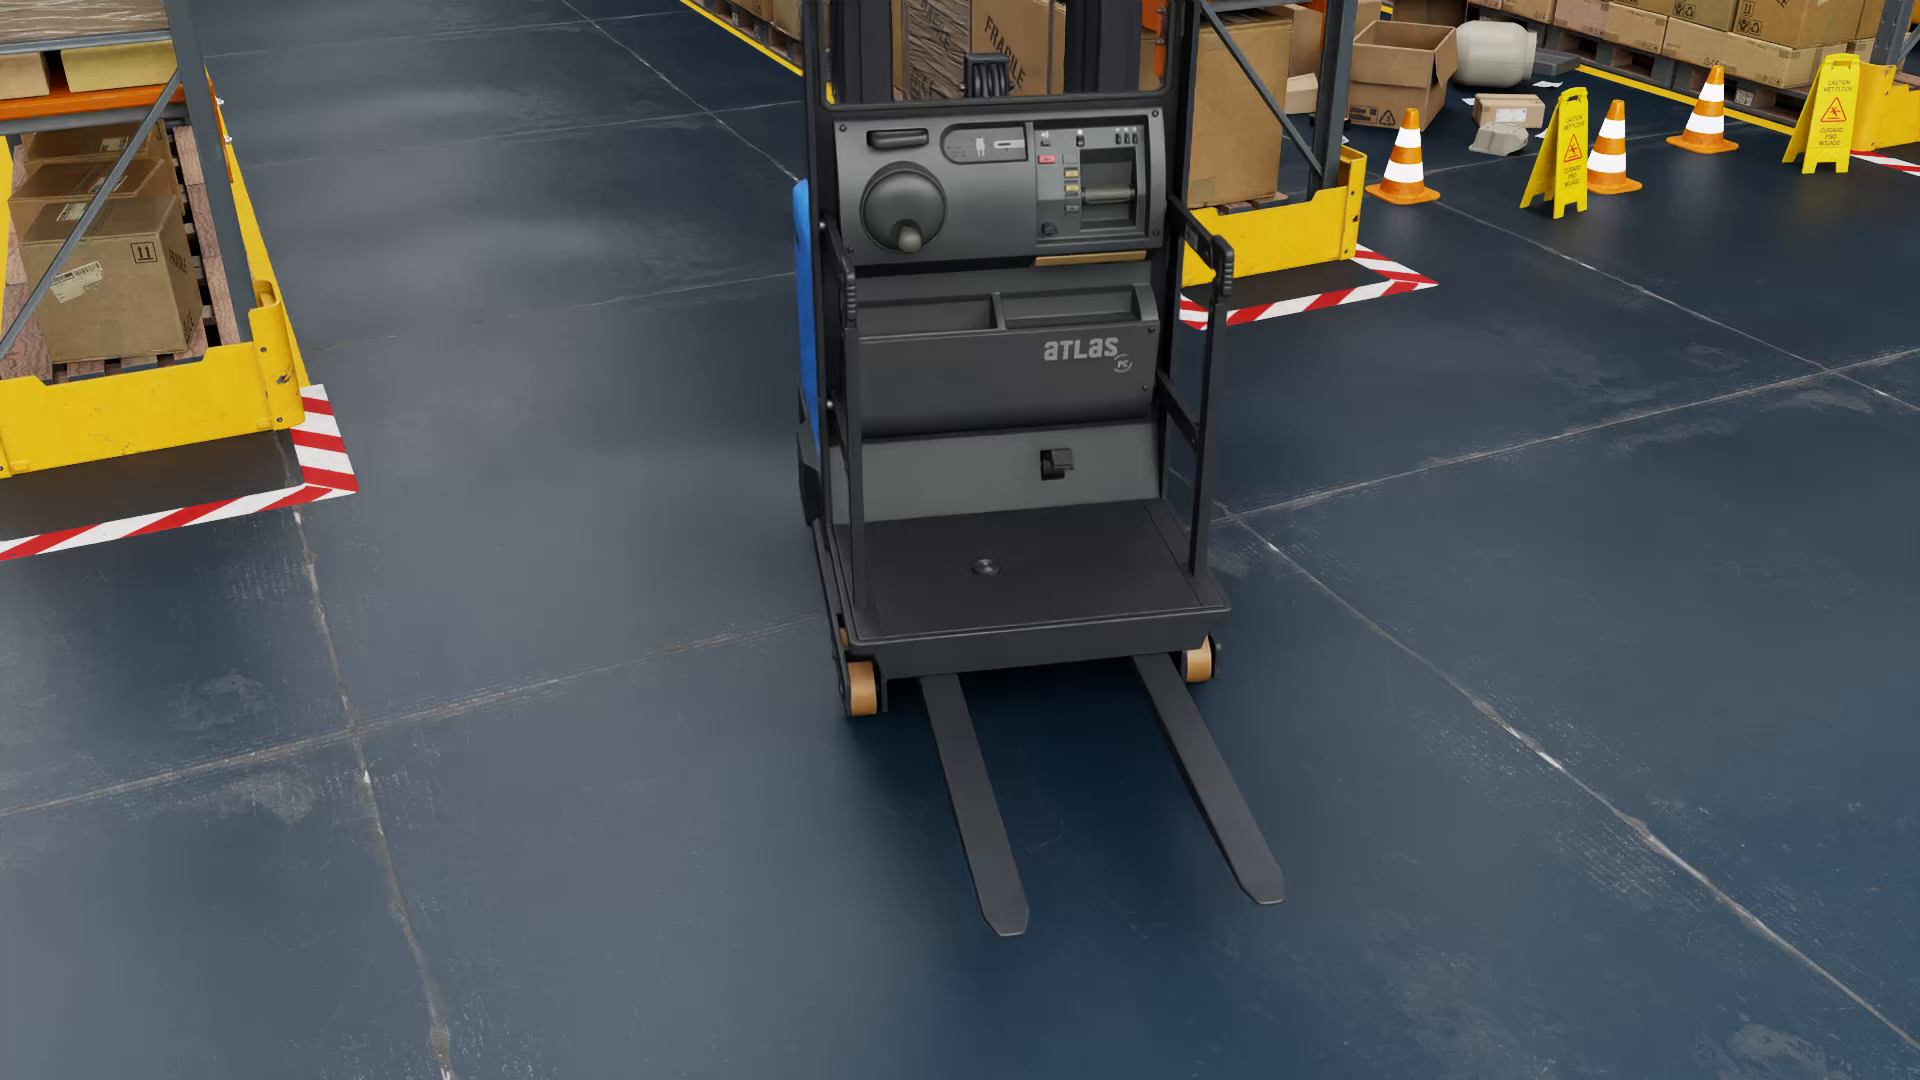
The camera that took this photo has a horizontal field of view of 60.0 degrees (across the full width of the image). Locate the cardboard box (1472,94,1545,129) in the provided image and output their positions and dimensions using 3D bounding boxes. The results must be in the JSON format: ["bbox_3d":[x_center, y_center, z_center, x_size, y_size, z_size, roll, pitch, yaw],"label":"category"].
[{"bbox_3d":[3.418,-2.675,10.369,0.380,0.149,0.250,2,29,4],"label":"cardboard box"}]

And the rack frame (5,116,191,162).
[{"bbox_3d":[-4.863,-3.450,8.836,1.000,3.000,0.127,-13,32,-22],"label":"rack frame"}]

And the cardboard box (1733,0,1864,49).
[{"bbox_3d":[5.225,-3.374,10.316,0.500,0.500,0.500,-13,32,-22],"label":"cardboard box"}]

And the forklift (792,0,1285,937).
[{"bbox_3d":[0.157,-0.956,4.459,1.130,2.935,3.031,-5,30,-9],"label":"forklift"}]

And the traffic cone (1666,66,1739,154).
[{"bbox_3d":[4.455,-2.577,9.872,0.336,0.463,0.334,-13,32,-22],"label":"traffic cone"}]

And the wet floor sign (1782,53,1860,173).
[{"bbox_3d":[4.920,-2.429,9.421,0.267,0.644,0.232,-3,29,-5],"label":"wet floor sign"}]

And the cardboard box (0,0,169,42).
[{"bbox_3d":[-3.357,-2.105,6.031,0.875,0.500,0.500,-13,32,-22],"label":"cardboard box"}]

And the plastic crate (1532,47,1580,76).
[{"bbox_3d":[4.021,-3.392,11.717,0.583,0.080,0.402,26,38,38],"label":"plastic crate"}]

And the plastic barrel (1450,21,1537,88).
[{"bbox_3d":[3.551,-3.235,11.086,0.512,0.421,0.421,7,30,13],"label":"plastic barrel"}]

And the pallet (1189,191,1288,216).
[{"bbox_3d":[0.964,-1.801,8.745,1.003,0.211,1.213,-13,32,-22],"label":"pallet"}]

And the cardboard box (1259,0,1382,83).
[{"bbox_3d":[2.355,-3.390,11.142,0.797,0.637,0.503,-13,32,-22],"label":"cardboard box"}]

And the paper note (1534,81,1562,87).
[{"bbox_3d":[3.960,-3.075,11.202,0.148,0.019,0.142,26,38,38],"label":"paper note"}]

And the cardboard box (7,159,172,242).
[{"bbox_3d":[-3.686,-1.312,7.150,0.500,0.500,0.500,-5,30,-9],"label":"cardboard box"}]

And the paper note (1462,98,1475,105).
[{"bbox_3d":[3.372,-2.870,10.849,0.148,0.019,0.142,-3,29,-5],"label":"paper note"}]

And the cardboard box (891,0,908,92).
[{"bbox_3d":[-0.133,-3.411,10.509,0.875,0.875,0.875,-13,32,-21],"label":"cardboard box"}]

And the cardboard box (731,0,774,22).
[{"bbox_3d":[-1.098,-4.331,12.278,1.050,0.750,0.750,-13,32,-22],"label":"cardboard box"}]

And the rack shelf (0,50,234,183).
[{"bbox_3d":[-4.004,-2.253,7.436,1.077,0.370,4.000,-13,32,-22],"label":"rack shelf"}]

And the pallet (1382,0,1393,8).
[{"bbox_3d":[3.752,-4.658,13.842,1.003,0.211,1.213,-13,32,-22],"label":"pallet"}]

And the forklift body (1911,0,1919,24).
[{"bbox_3d":[7.825,-4.892,12.276,2.313,2.155,1.214,-13,32,-22],"label":"forklift body"}]

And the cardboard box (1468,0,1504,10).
[{"bbox_3d":[4.097,-4.198,12.551,0.500,0.250,0.500,-15,32,-24],"label":"cardboard box"}]

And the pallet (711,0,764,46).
[{"bbox_3d":[-1.267,-4.095,12.838,1.003,0.211,1.213,-13,32,-22],"label":"pallet"}]

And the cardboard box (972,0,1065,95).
[{"bbox_3d":[0.647,-2.610,9.081,0.875,0.875,0.875,-14,32,-23],"label":"cardboard box"}]

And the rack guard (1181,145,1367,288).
[{"bbox_3d":[1.388,-1.579,8.055,1.175,0.500,0.348,-13,32,-22],"label":"rack guard"}]

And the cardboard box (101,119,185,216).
[{"bbox_3d":[-4.137,-1.849,8.107,0.500,0.500,0.500,-16,33,-26],"label":"cardboard box"}]

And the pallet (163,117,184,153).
[{"bbox_3d":[-5.198,-2.578,10.131,1.003,0.211,1.213,-13,32,-22],"label":"pallet"}]

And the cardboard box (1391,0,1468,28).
[{"bbox_3d":[3.319,-3.683,11.804,0.500,0.500,0.500,7,30,13],"label":"cardboard box"}]

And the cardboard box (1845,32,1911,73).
[{"bbox_3d":[5.708,-3.162,10.705,0.500,0.250,0.500,-13,32,-22],"label":"cardboard box"}]

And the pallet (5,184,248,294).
[{"bbox_3d":[-4.015,-1.405,8.040,1.003,0.211,1.213,-13,32,-22],"label":"pallet"}]

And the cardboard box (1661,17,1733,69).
[{"bbox_3d":[5.000,-3.279,10.913,0.500,0.250,0.500,-13,32,-22],"label":"cardboard box"}]

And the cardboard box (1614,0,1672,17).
[{"bbox_3d":[4.788,-3.828,11.126,0.500,0.500,0.500,-14,32,-23],"label":"cardboard box"}]

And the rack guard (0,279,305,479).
[{"bbox_3d":[-3.178,-0.627,6.356,1.175,0.500,0.348,-13,32,-22],"label":"rack guard"}]

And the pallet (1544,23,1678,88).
[{"bbox_3d":[4.936,-3.486,11.751,1.003,0.211,1.213,-13,32,-22],"label":"pallet"}]

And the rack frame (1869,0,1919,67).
[{"bbox_3d":[5.805,-3.764,9.396,1.000,3.000,0.127,-13,32,-22],"label":"rack frame"}]

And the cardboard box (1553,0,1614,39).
[{"bbox_3d":[4.567,-3.730,11.717,0.500,0.250,0.500,-14,32,-23],"label":"cardboard box"}]

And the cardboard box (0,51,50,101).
[{"bbox_3d":[-3.454,-1.656,5.894,0.380,0.149,0.250,-13,32,-22],"label":"cardboard box"}]
